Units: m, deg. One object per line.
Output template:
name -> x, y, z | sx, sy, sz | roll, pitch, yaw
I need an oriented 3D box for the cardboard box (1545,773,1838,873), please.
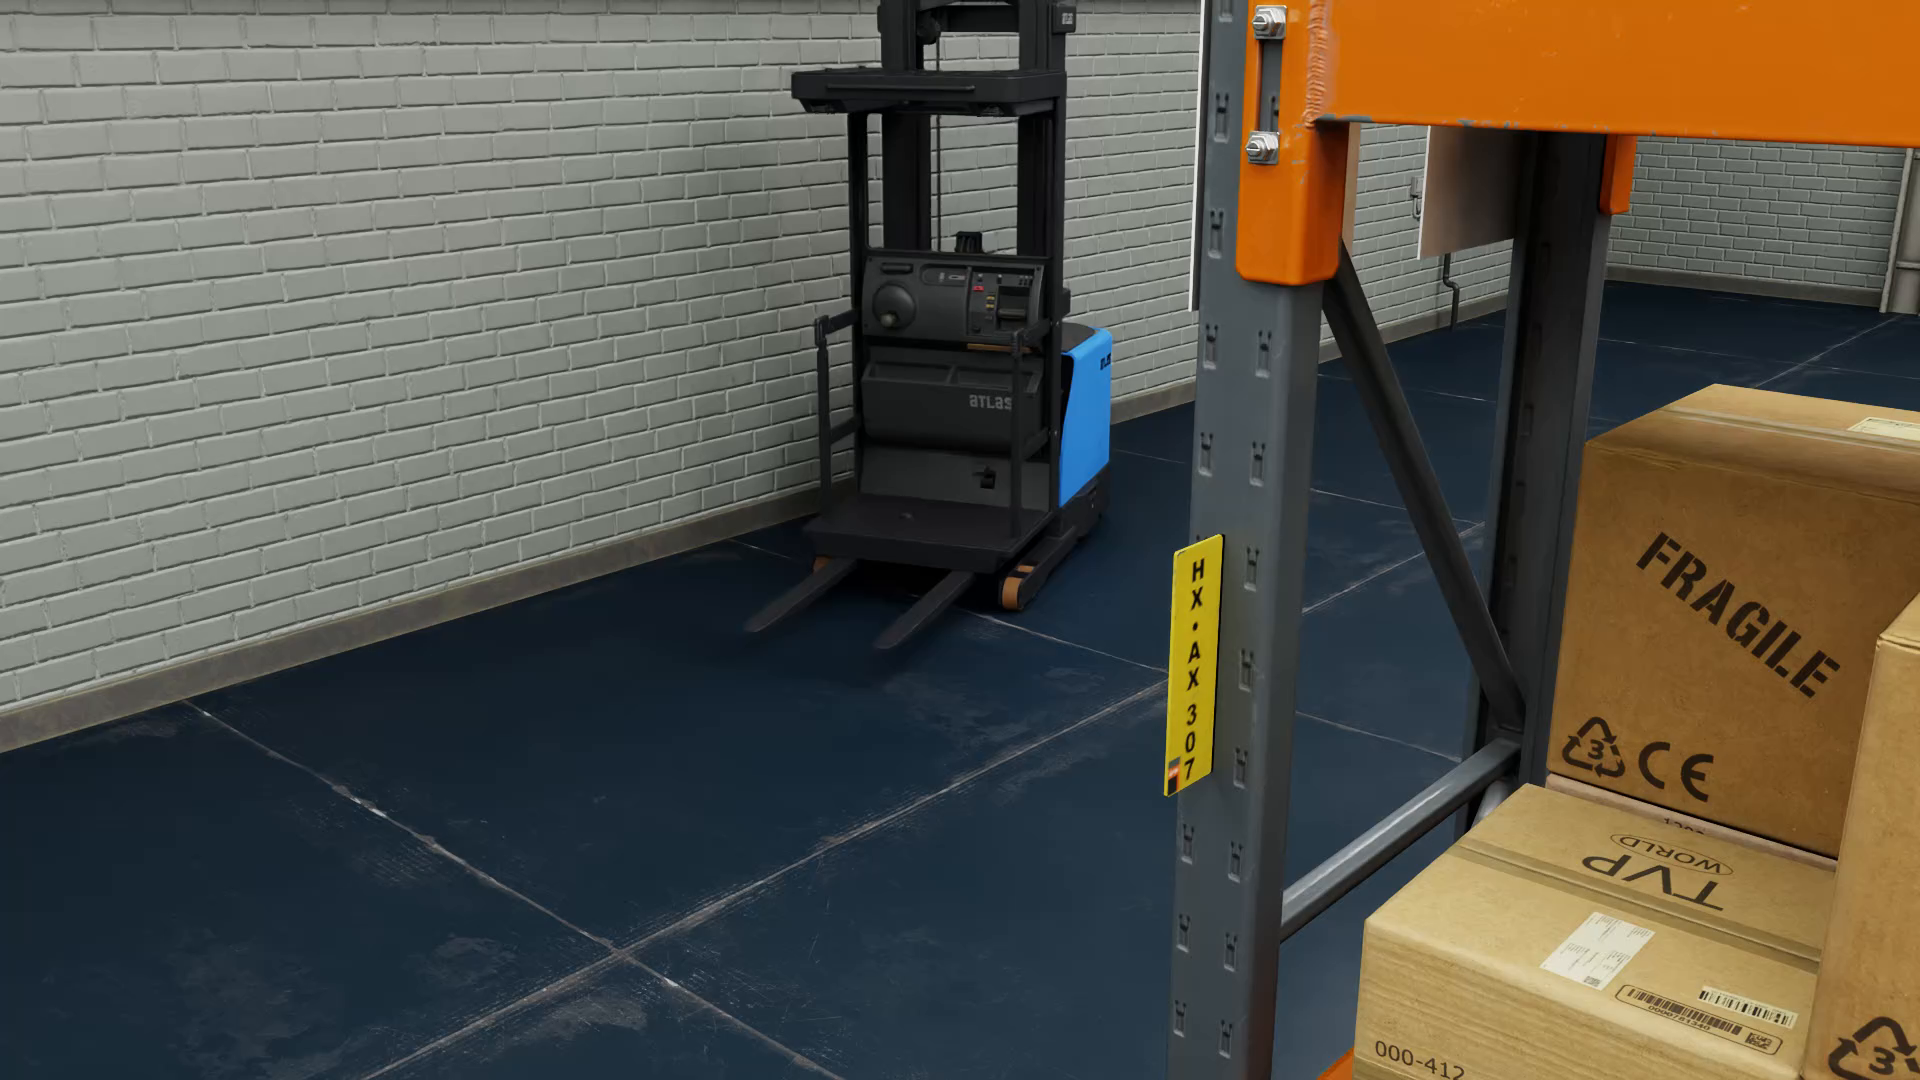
cardboard box -> 1.204, 0.452, 2.484 | 0.500, 0.250, 0.500 | 15, 23, 38

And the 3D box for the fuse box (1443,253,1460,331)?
fuse box -> 4.514, -2.716, 14.840 | 0.414, 1.711, 0.539 | 15, 23, 39

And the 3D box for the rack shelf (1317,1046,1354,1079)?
rack shelf -> 2.162, 1.230, 1.467 | 4.000, 0.370, 1.077 | 15, 23, 39

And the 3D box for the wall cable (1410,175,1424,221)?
wall cable -> 3.944, -3.691, 14.104 | 0.122, 1.984, 0.588 | 15, 23, 39

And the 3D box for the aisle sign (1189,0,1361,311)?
aisle sign -> 0.413, -0.700, 2.062 | 0.004, 0.787, 0.394 | 15, 23, 39

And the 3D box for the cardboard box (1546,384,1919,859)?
cardboard box -> 1.205, 0.096, 2.367 | 0.500, 0.500, 0.500 | 15, 23, 40

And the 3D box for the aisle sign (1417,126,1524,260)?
aisle sign -> 0.811, -0.836, 2.490 | 0.004, 0.787, 0.394 | 15, 23, 39

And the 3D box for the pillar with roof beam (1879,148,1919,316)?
pillar with roof beam -> 6.260, -5.511, 11.602 | 0.400, 9.000, 9.100 | 15, 23, 39

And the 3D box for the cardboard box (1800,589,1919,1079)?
cardboard box -> 1.220, 0.315, 1.676 | 0.500, 0.500, 0.500 | 14, 23, 38

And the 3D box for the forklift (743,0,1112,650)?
forklift -> -0.111, -1.194, 8.028 | 1.130, 2.935, 3.031 | 6, 19, 19

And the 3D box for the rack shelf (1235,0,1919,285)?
rack shelf -> 2.162, -0.200, 1.014 | 4.000, 0.370, 1.077 | 15, 23, 39

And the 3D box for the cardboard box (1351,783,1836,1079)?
cardboard box -> 0.846, 0.572, 2.106 | 0.500, 0.250, 0.500 | 14, 23, 38

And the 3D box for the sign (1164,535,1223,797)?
sign -> 0.293, 0.159, 2.089 | 0.005, 0.325, 0.100 | 15, 23, 39
